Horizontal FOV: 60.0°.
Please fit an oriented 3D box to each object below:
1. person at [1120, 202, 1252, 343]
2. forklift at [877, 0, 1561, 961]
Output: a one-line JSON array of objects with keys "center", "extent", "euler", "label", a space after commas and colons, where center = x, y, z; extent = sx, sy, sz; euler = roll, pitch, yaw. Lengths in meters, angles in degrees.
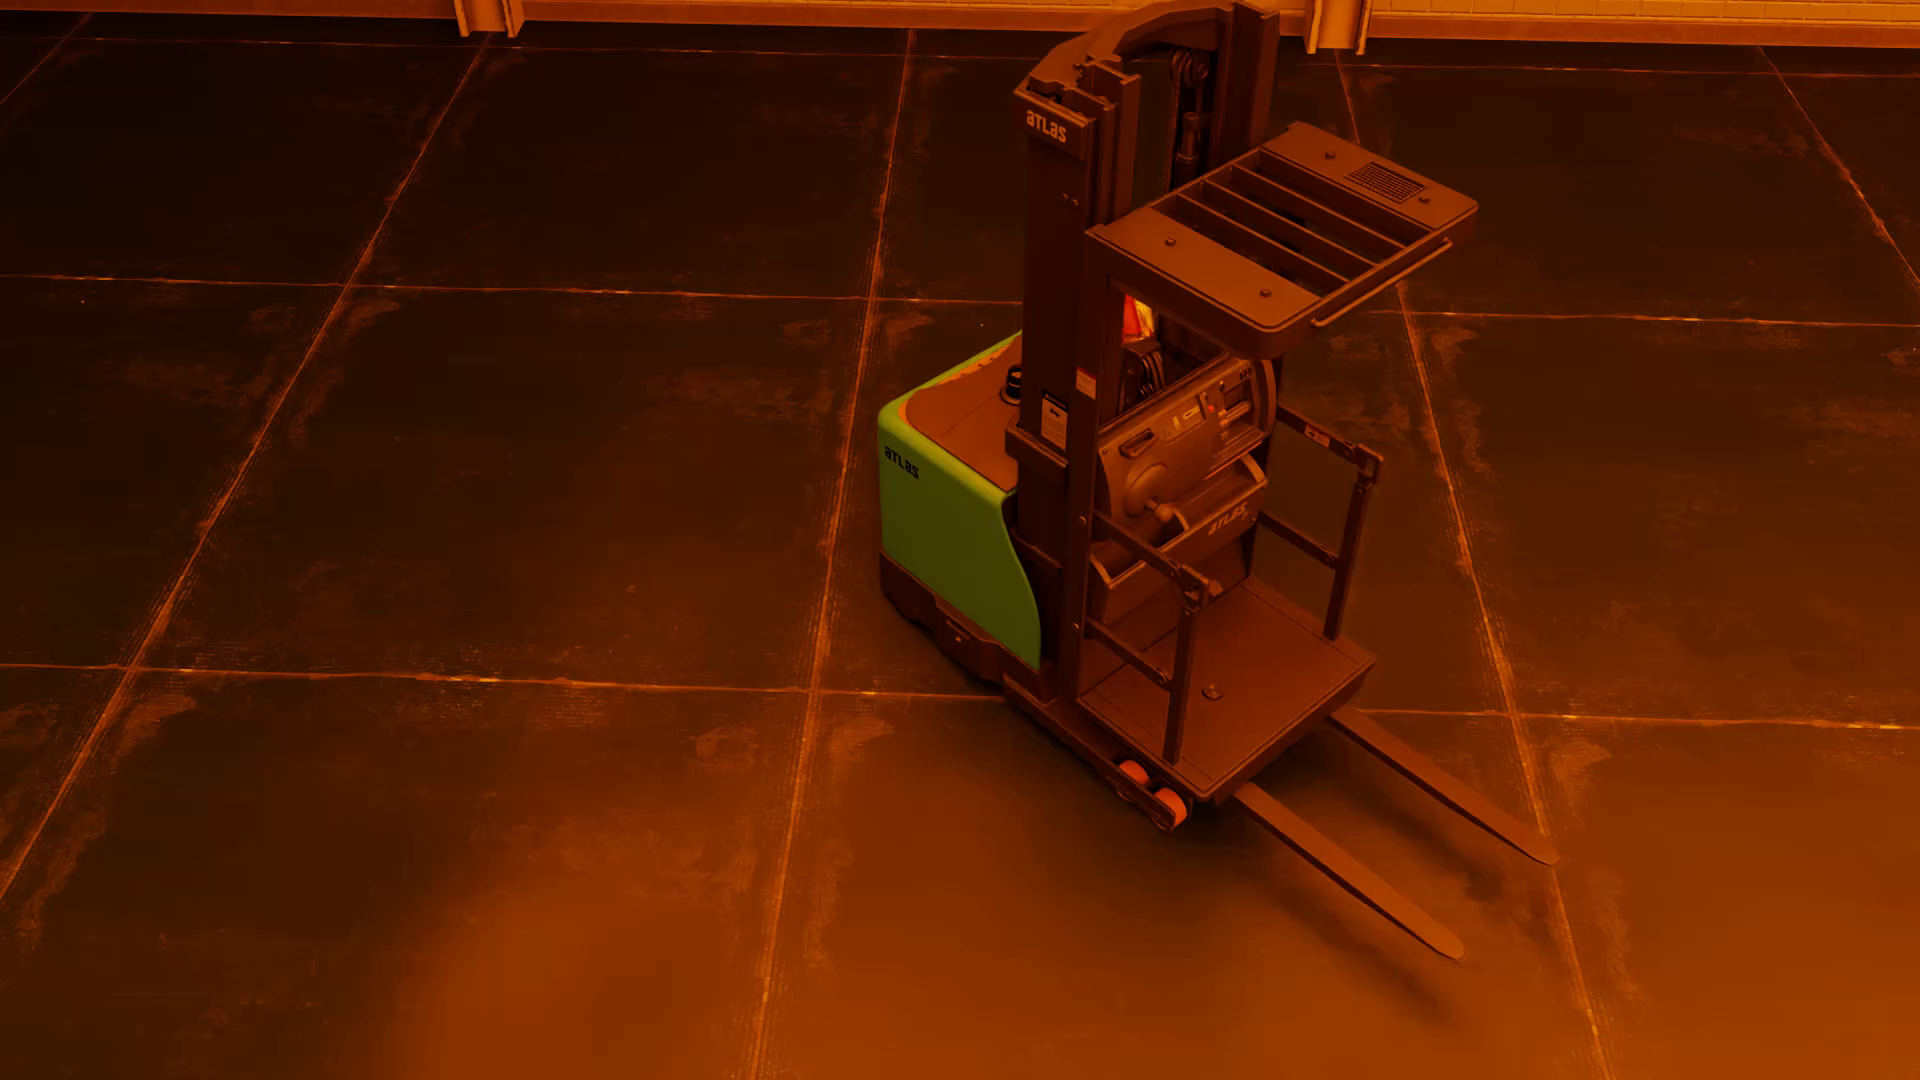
[{"center": [0.914, -0.899, 7.794], "extent": [0.704, 1.553, 1.155], "euler": [17, 45, 18], "label": "person"}, {"center": [1.002, -0.320, 6.093], "extent": [1.130, 2.935, 3.031], "euler": [-32, 51, -30], "label": "forklift"}]
